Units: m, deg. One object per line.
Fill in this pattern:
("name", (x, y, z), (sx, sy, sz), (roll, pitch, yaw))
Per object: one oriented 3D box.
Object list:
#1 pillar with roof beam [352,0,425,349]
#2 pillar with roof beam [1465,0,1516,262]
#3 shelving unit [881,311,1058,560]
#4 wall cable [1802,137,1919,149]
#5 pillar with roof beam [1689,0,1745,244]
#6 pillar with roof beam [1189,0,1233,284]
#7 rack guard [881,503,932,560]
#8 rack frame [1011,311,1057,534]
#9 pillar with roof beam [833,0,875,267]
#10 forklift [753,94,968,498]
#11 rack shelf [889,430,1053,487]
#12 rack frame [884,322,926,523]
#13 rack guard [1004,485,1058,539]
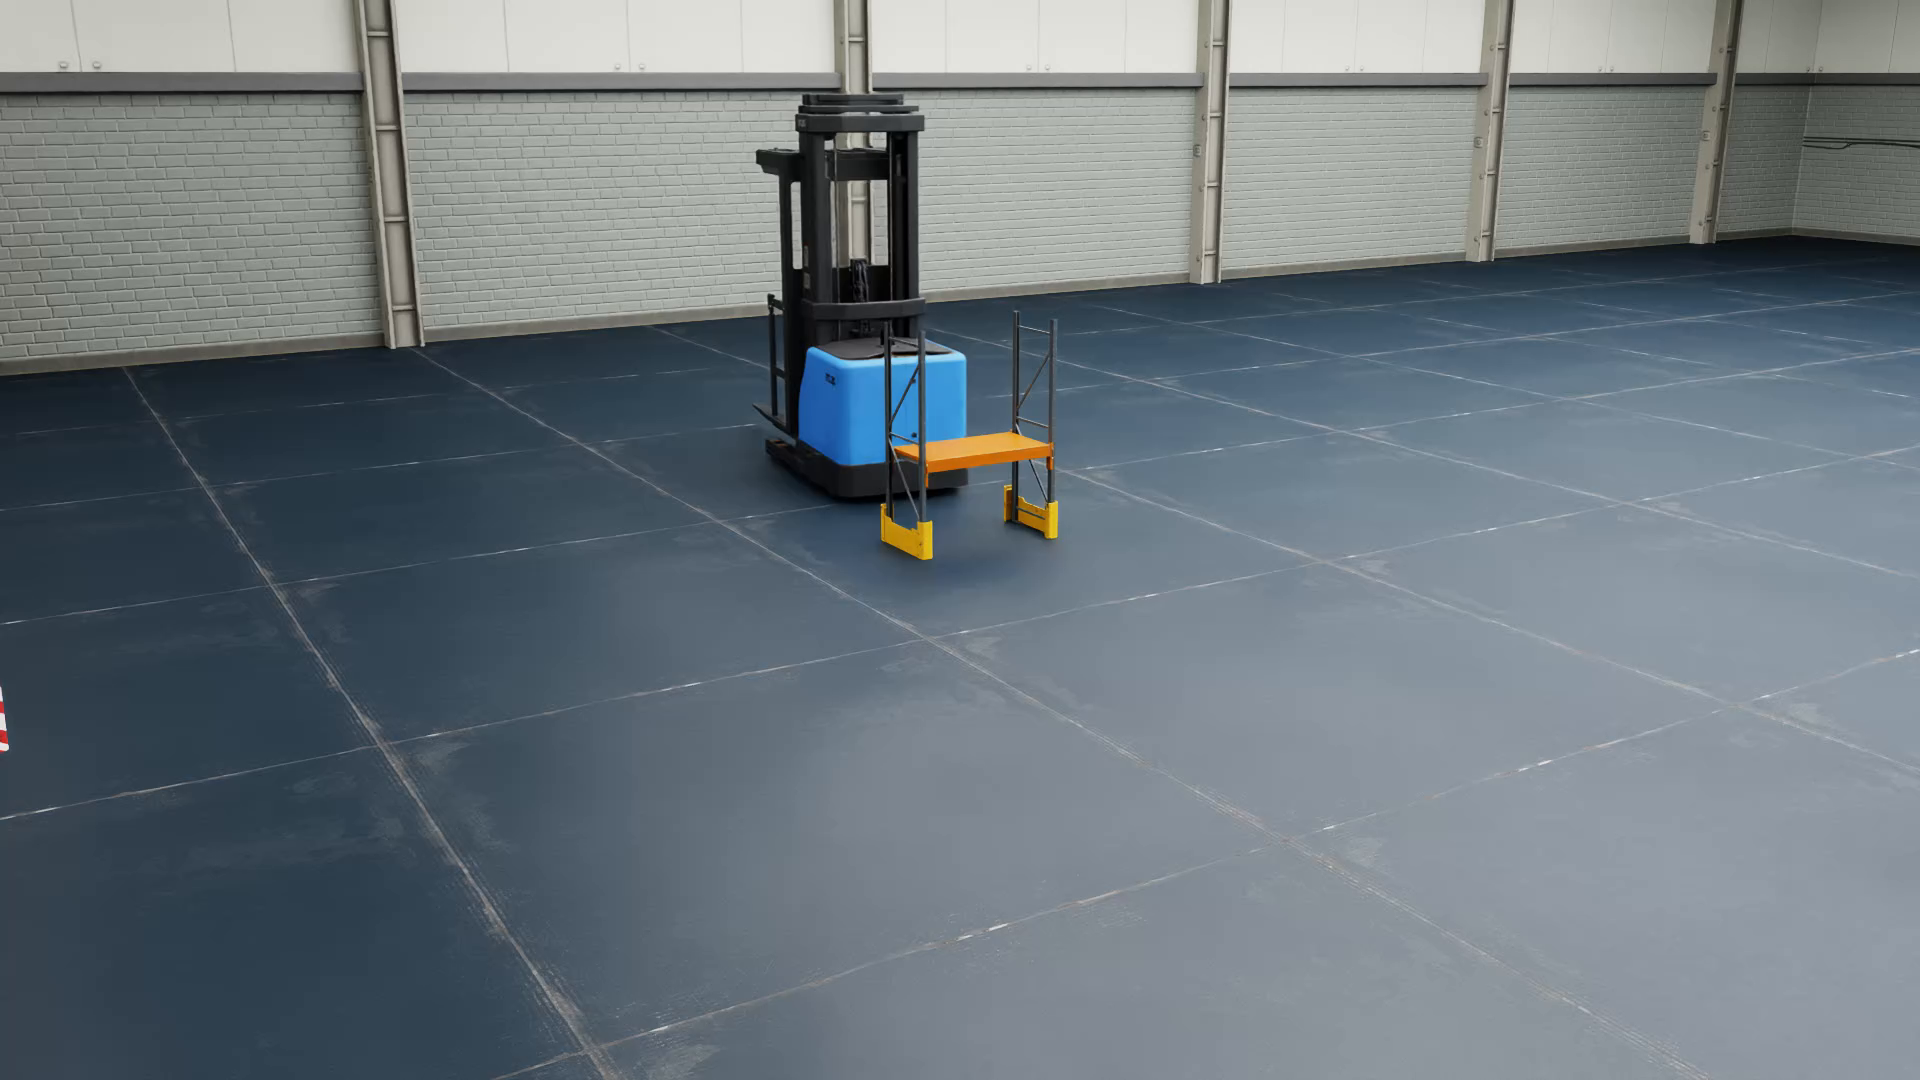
("pillar with roof beam", (-4.317, -5.625, 14.805), (0.400, 9.000, 9.100), (-9, 18, -30))
("pillar with roof beam", (11.113, -8.127, 23.731), (0.400, 9.000, 9.100), (-9, 18, -30))
("shelving unit", (0.065, -0.733, 11.245), (1.083, 1.500, 0.587), (-9, 18, -30))
("wall cable", (17.245, -8.566, 31.048), (0.112, 2.526, 3.097), (-9, 18, -30))
("pillar with roof beam", (16.256, -8.961, 26.706), (0.400, 9.000, 9.100), (-9, 18, -30))
("pillar with roof beam", (5.970, -7.293, 20.756), (0.400, 9.000, 9.100), (-9, 18, -30))
("rack guard", (-0.362, -0.062, 11.167), (0.087, 0.250, 0.587), (-9, 18, -30))
("rack frame", (0.509, -0.805, 11.502), (0.032, 1.500, 0.500), (-9, 18, -30))
("pillar with roof beam", (0.827, -6.459, 17.780), (0.400, 9.000, 9.100), (-9, 18, -30))
("forklift", (-0.971, -2.078, 13.394), (1.130, 2.935, 3.031), (-6, 17, -22))
("rack shelf", (0.073, -0.561, 11.298), (1.000, 0.185, 0.538), (-9, 18, -30))
("rack frame", (-0.363, -0.663, 10.998), (0.032, 1.500, 0.500), (-9, 18, -30))
("rack guard", (0.492, -0.200, 11.661), (0.087, 0.250, 0.587), (-9, 18, -30))
